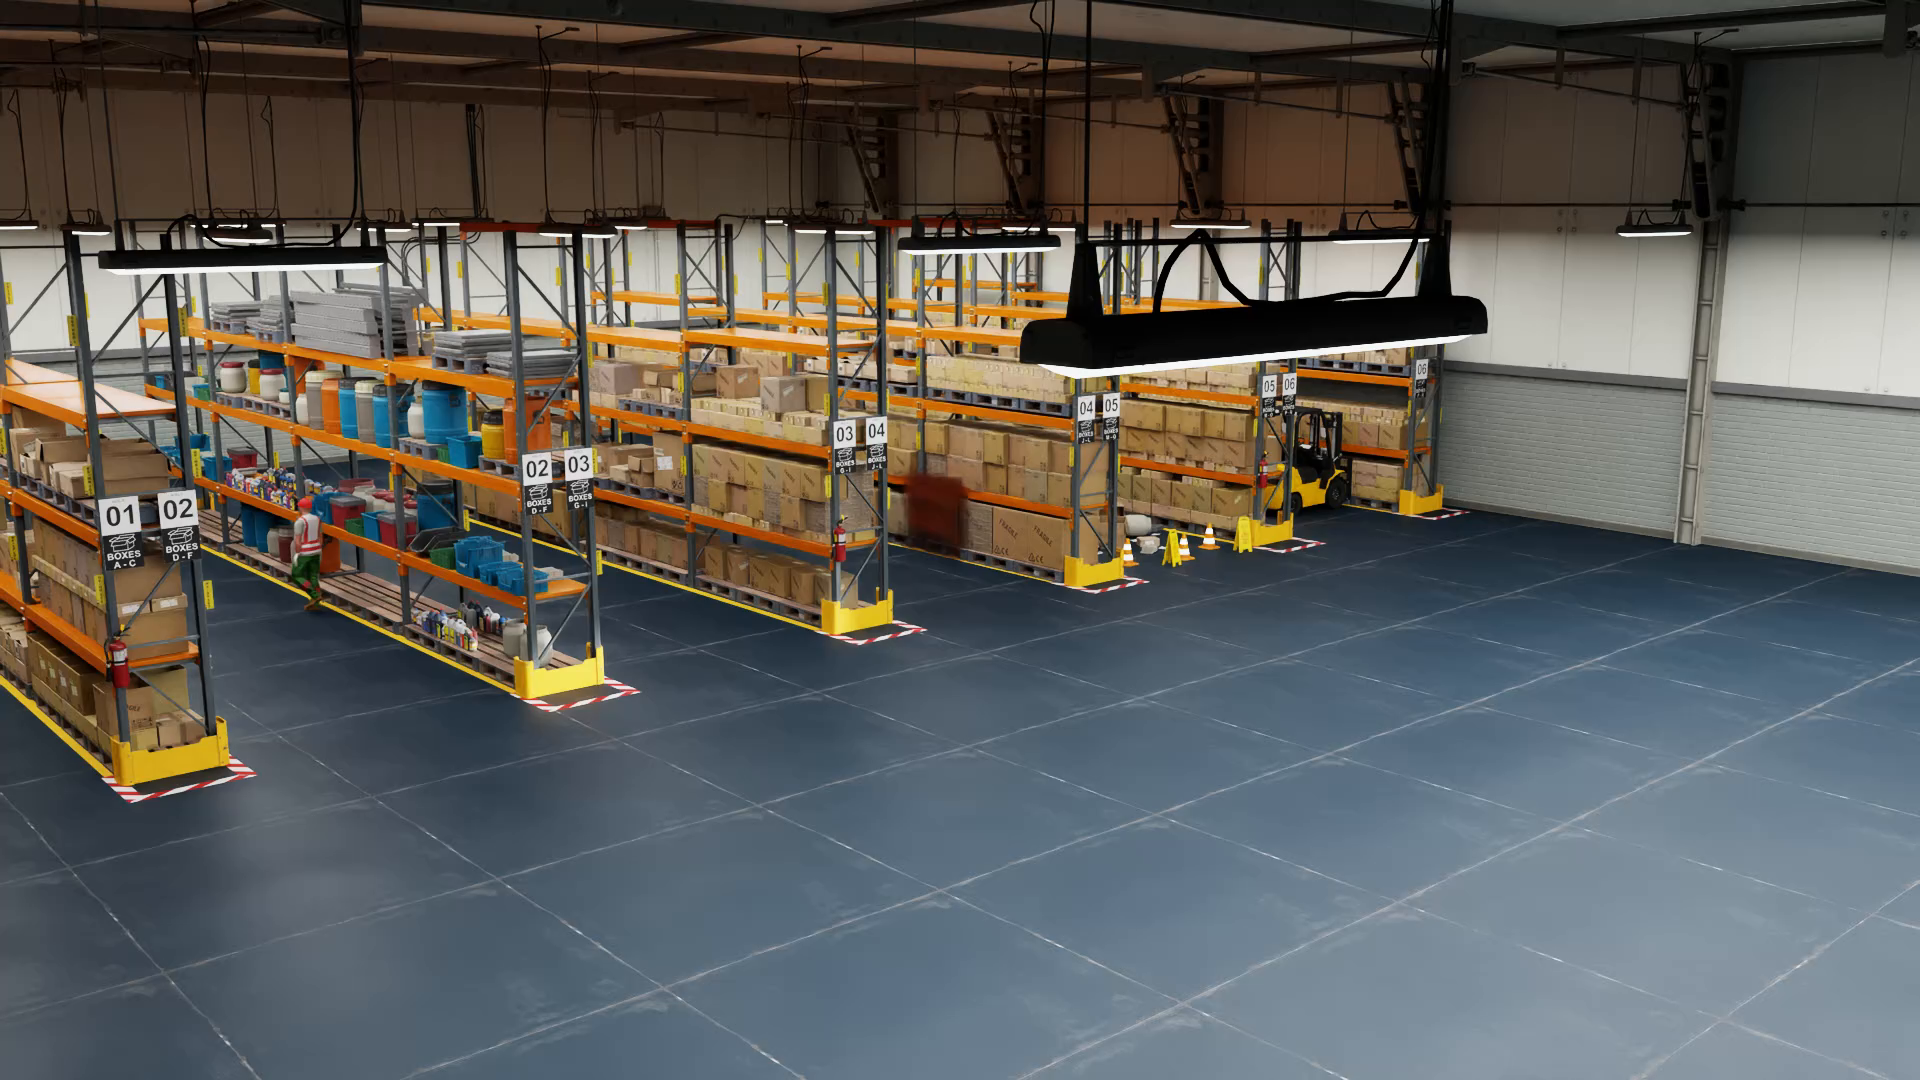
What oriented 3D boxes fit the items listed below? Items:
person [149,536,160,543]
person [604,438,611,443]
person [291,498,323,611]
[{"bbox_3d":[-13.434,0.032,27.256,0.566,1.775,0.498,-2,12,-10],"label":"person"},{"bbox_3d":[-7.165,-1.279,34.029,0.494,1.611,1.058,-11,16,-43],"label":"person"},{"bbox_3d":[-10.207,0.228,26.188,0.512,1.782,0.543,5,13,24],"label":"person"}]
